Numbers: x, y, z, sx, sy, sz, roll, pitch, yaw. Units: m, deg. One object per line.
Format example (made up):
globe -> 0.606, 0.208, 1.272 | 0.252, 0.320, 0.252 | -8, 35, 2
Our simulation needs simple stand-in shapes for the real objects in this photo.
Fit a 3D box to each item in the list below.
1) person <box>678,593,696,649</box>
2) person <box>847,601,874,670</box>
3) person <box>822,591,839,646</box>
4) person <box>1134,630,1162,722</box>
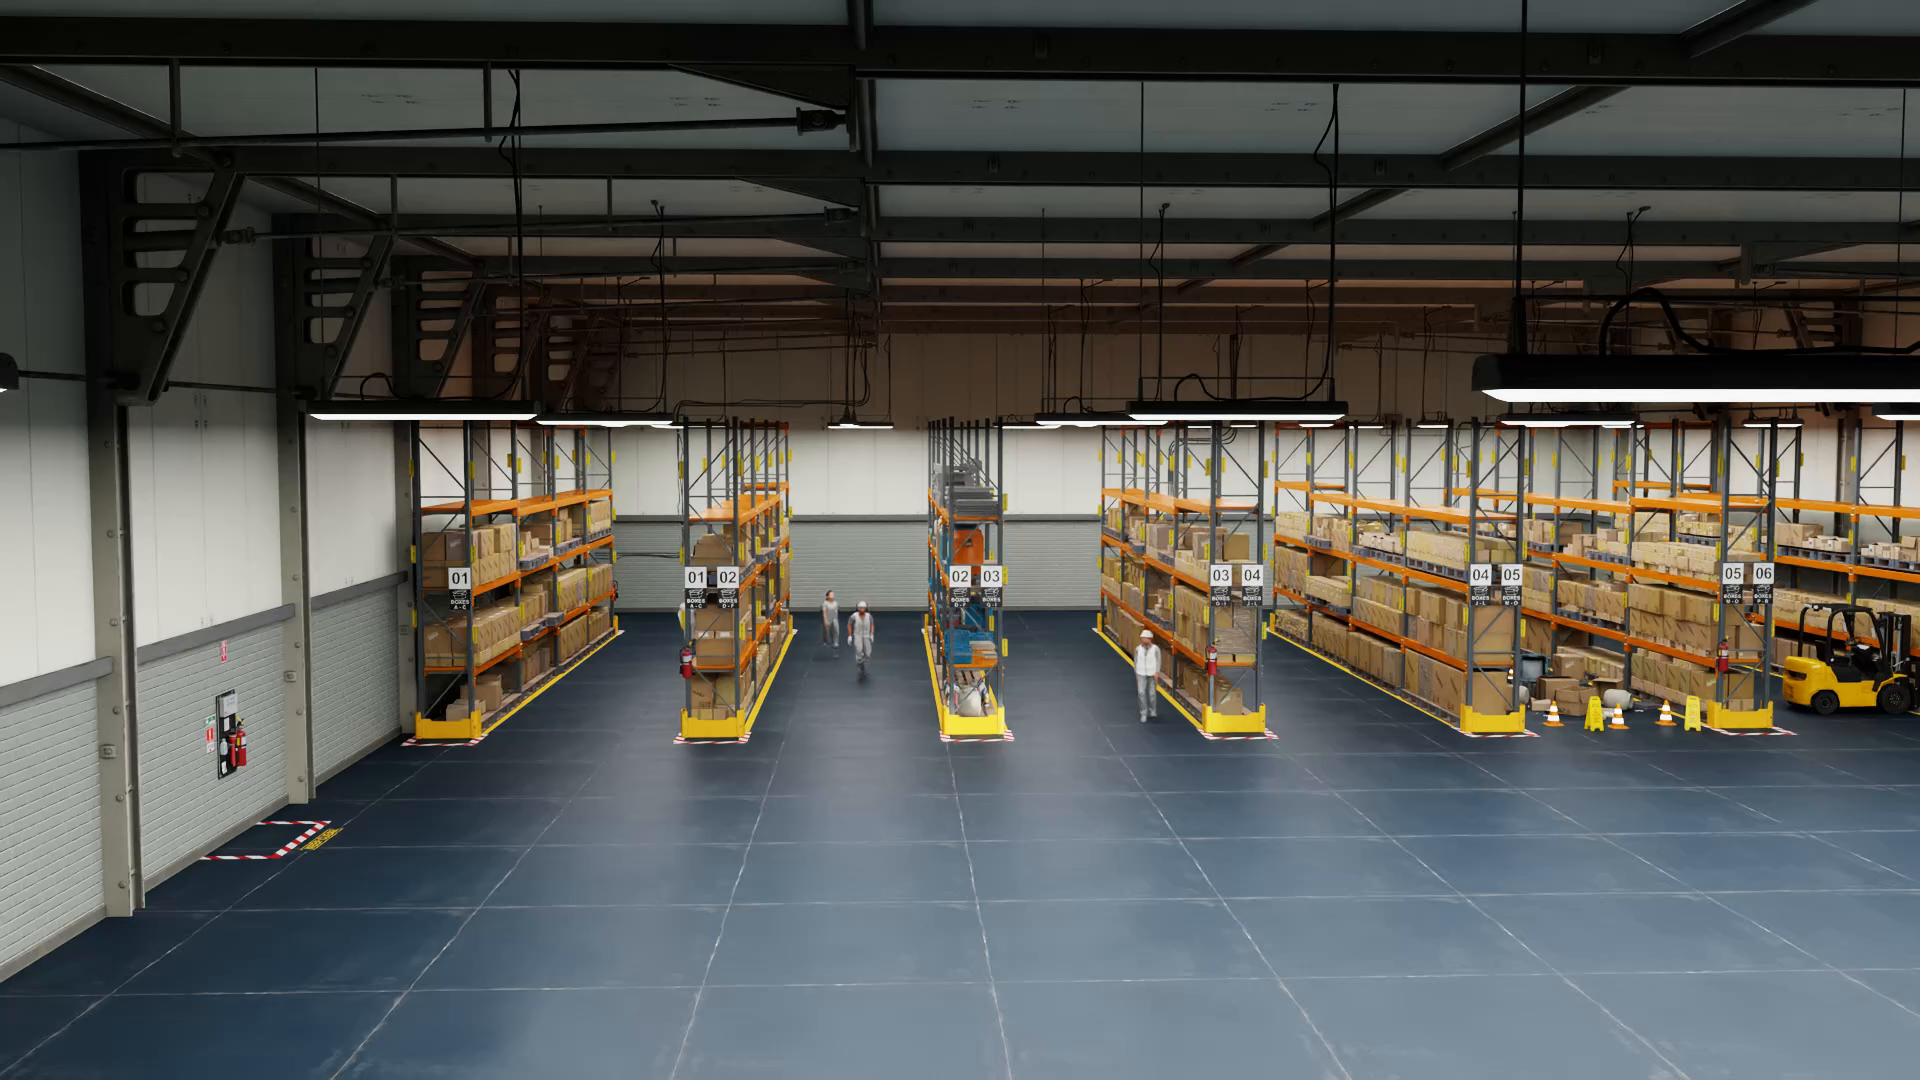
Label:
person -> -6.962, 2.128, 42.778 | 0.578, 1.641, 0.565 | -1, 4, -9
person -> -2.310, 2.235, 38.638 | 0.622, 1.654, 0.831 | -1, 4, -19
person -> -3.298, 2.005, 42.257 | 0.413, 1.437, 1.019 | -1, 4, -12
person -> 3.729, 2.701, 33.096 | 0.568, 1.812, 0.761 | 1, 4, 16
